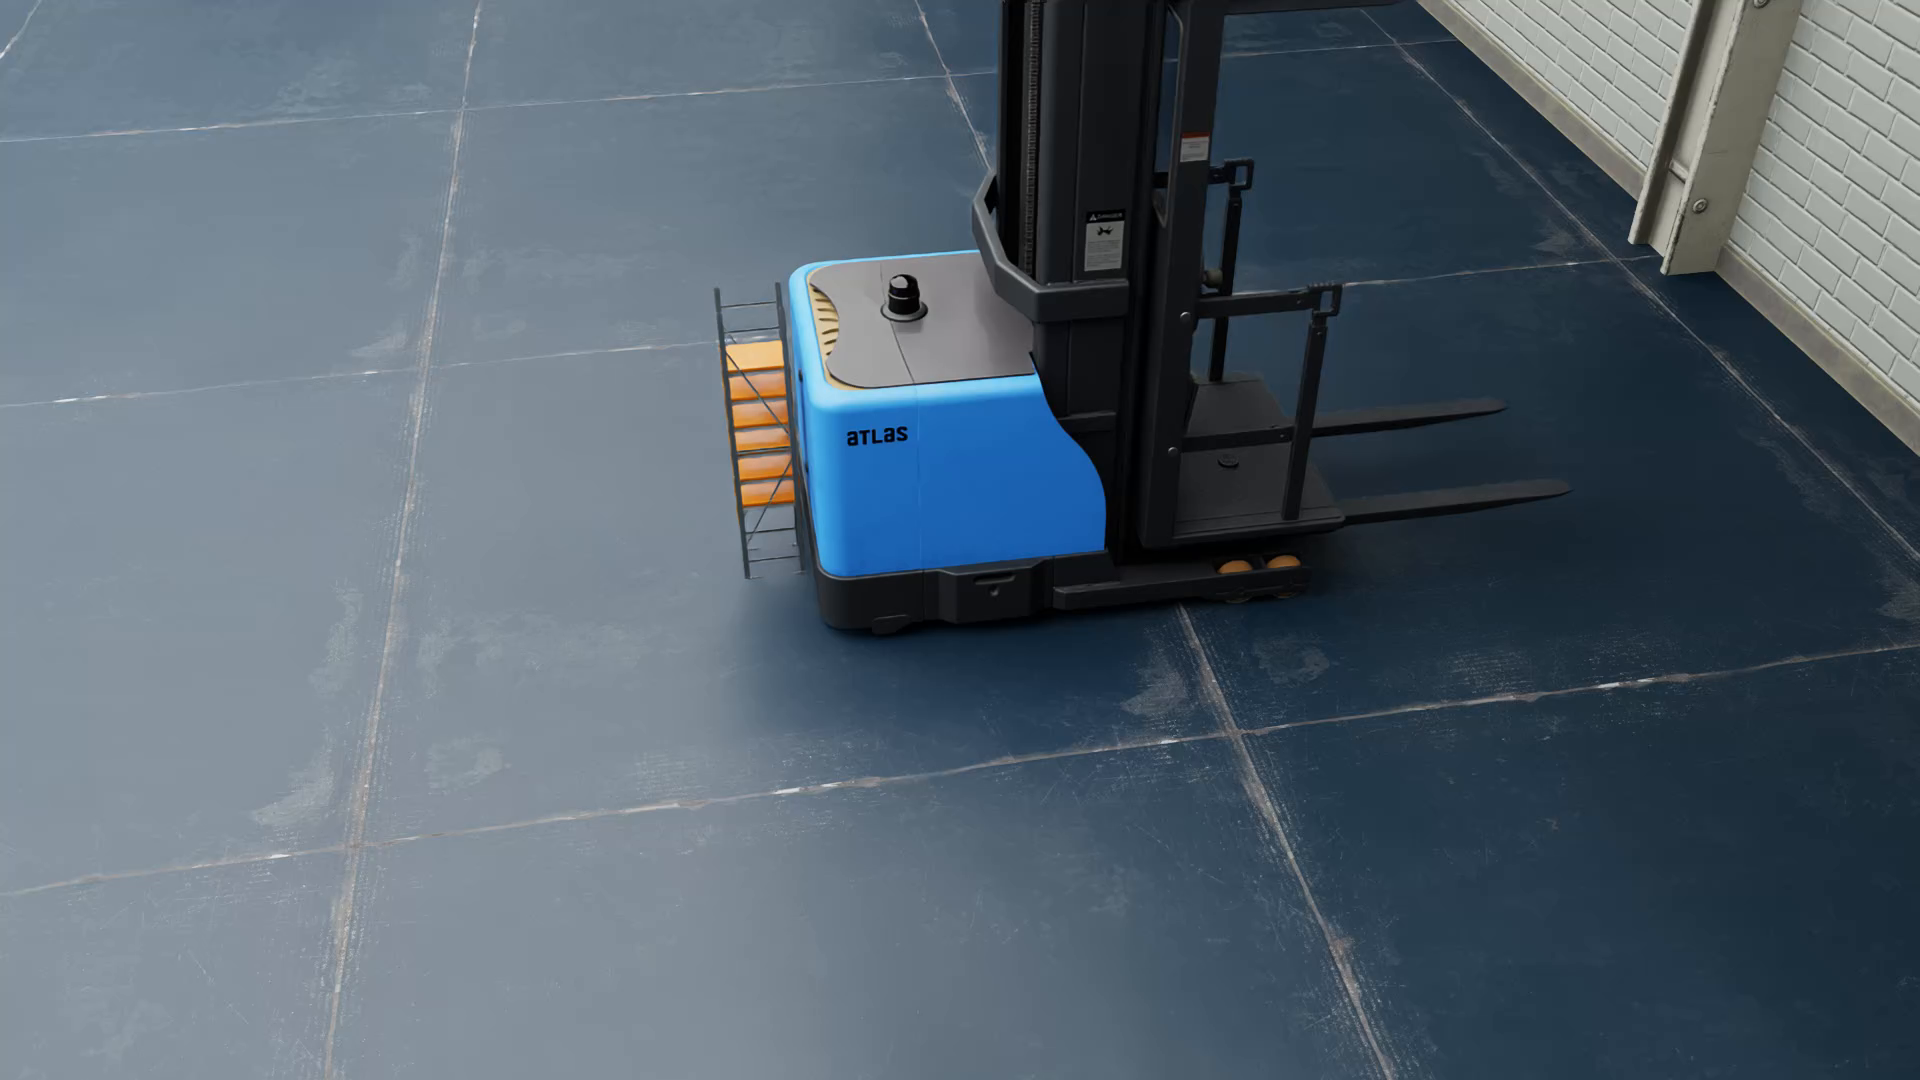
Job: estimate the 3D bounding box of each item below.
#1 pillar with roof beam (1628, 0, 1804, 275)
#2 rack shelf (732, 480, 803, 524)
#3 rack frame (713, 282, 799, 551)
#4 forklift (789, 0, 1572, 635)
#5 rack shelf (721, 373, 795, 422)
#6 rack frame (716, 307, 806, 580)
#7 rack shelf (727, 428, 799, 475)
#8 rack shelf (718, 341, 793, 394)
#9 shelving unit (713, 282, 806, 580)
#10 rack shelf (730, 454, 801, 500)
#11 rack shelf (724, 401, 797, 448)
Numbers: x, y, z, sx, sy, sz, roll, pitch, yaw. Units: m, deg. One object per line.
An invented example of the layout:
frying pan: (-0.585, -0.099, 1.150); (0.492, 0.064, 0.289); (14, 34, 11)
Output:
pillar with roof beam: (-0.522, -4.578, 5.308); (9.100, 9.000, 0.400); (-6, 38, -8)
rack shelf: (-0.744, -0.163, 6.444); (0.258, 0.103, 0.180); (-6, 38, -7)
rack frame: (-0.761, -0.443, 6.341); (0.240, 1.200, 0.006); (-6, 38, -7)
forklift: (0.899, -1.228, 5.942); (3.031, 2.935, 1.130); (-6, 38, -8)
rack shelf: (-0.747, -0.542, 6.150); (0.258, 0.103, 0.180); (-6, 38, -7)
rack frame: (-0.731, -0.332, 6.198); (0.240, 1.200, 0.006); (-6, 38, -7)
rack shelf: (-0.746, -0.353, 6.297); (0.258, 0.103, 0.180); (-6, 38, -7)
rack shelf: (-0.748, -0.637, 6.076); (0.258, 0.103, 0.180); (-6, 38, -7)
shelving unit: (-0.746, -0.388, 6.270); (0.258, 1.200, 0.189); (-6, 38, -7)
rack shelf: (-0.745, -0.258, 6.371); (0.258, 0.103, 0.180); (-6, 38, -7)
rack shelf: (-0.747, -0.447, 6.223); (0.258, 0.103, 0.180); (-6, 38, -7)
